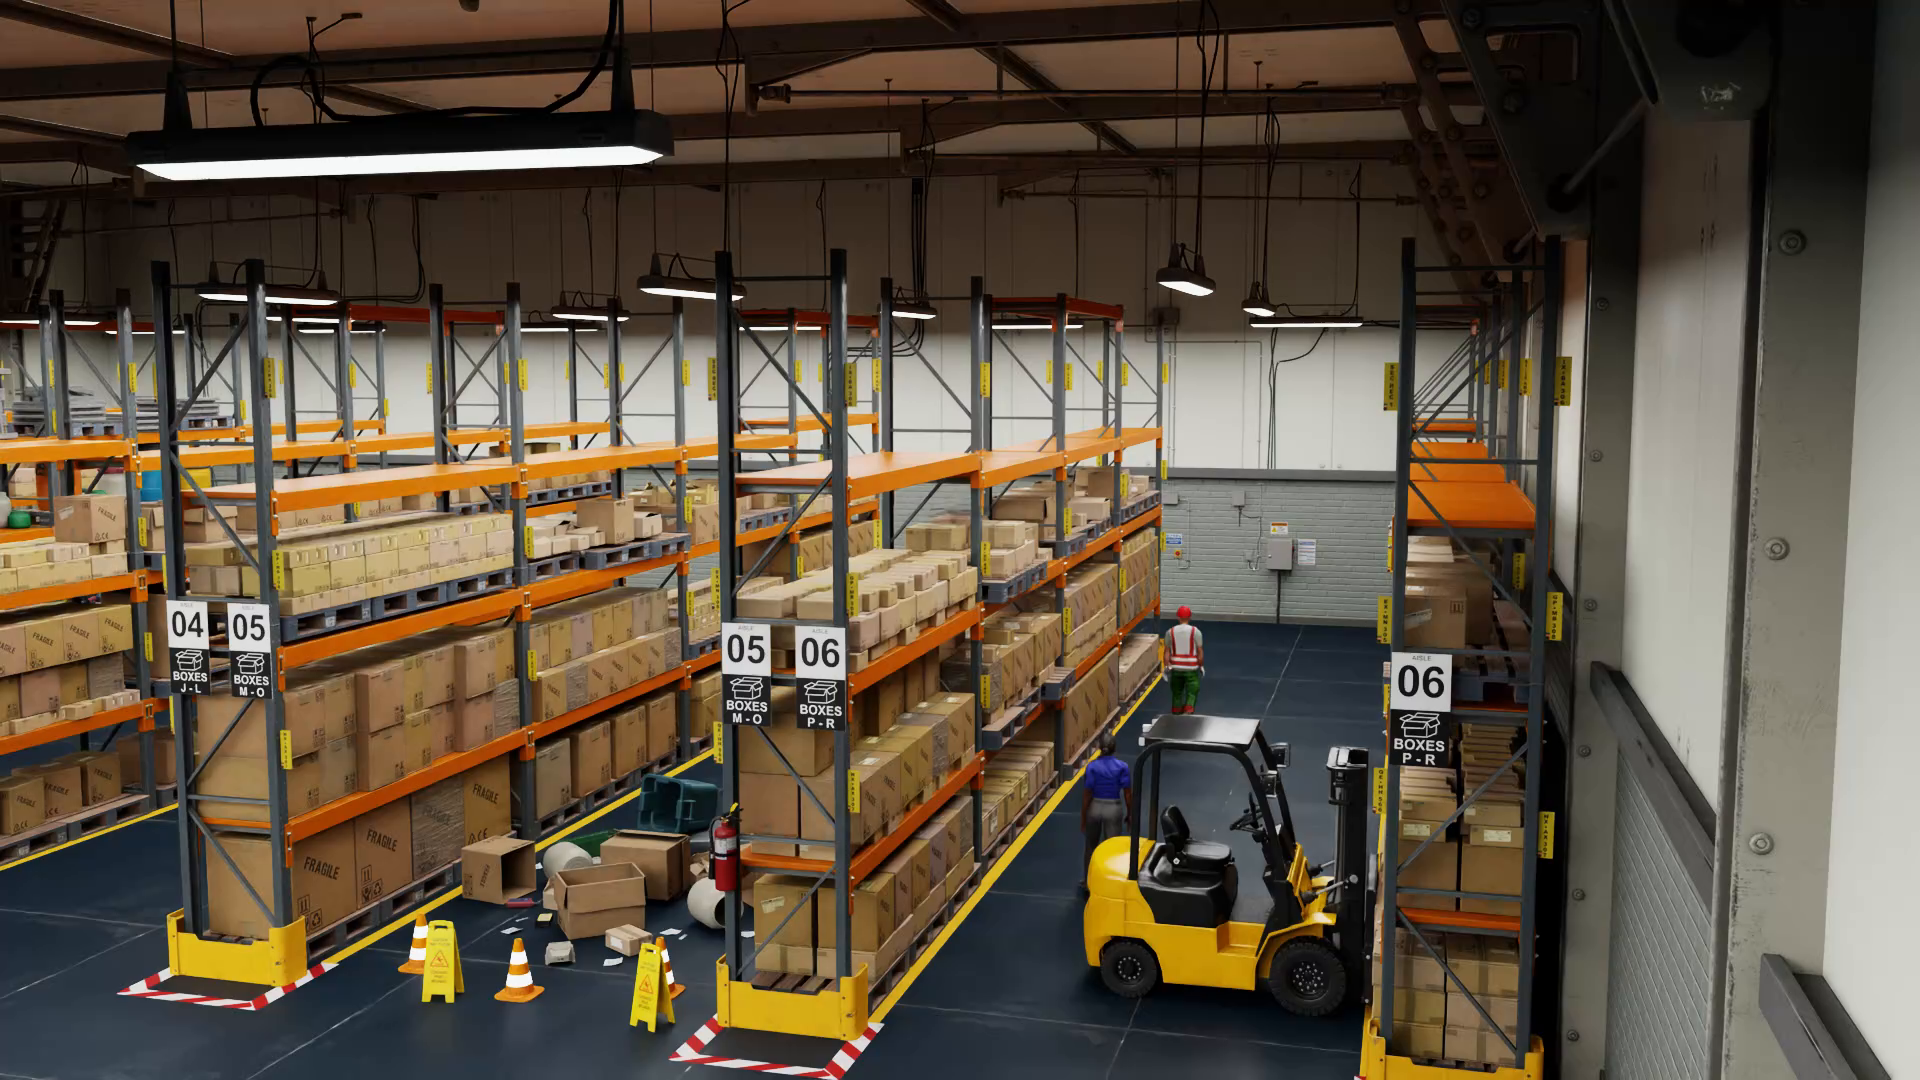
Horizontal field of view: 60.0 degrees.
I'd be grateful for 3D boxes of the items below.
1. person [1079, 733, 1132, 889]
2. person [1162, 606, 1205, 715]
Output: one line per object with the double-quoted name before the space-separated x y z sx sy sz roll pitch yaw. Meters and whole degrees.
"person" 1.382 2.658 16.076 0.555 1.637 0.775 1 6 12
"person" 3.121 1.821 23.265 0.570 1.789 0.568 2 6 18
